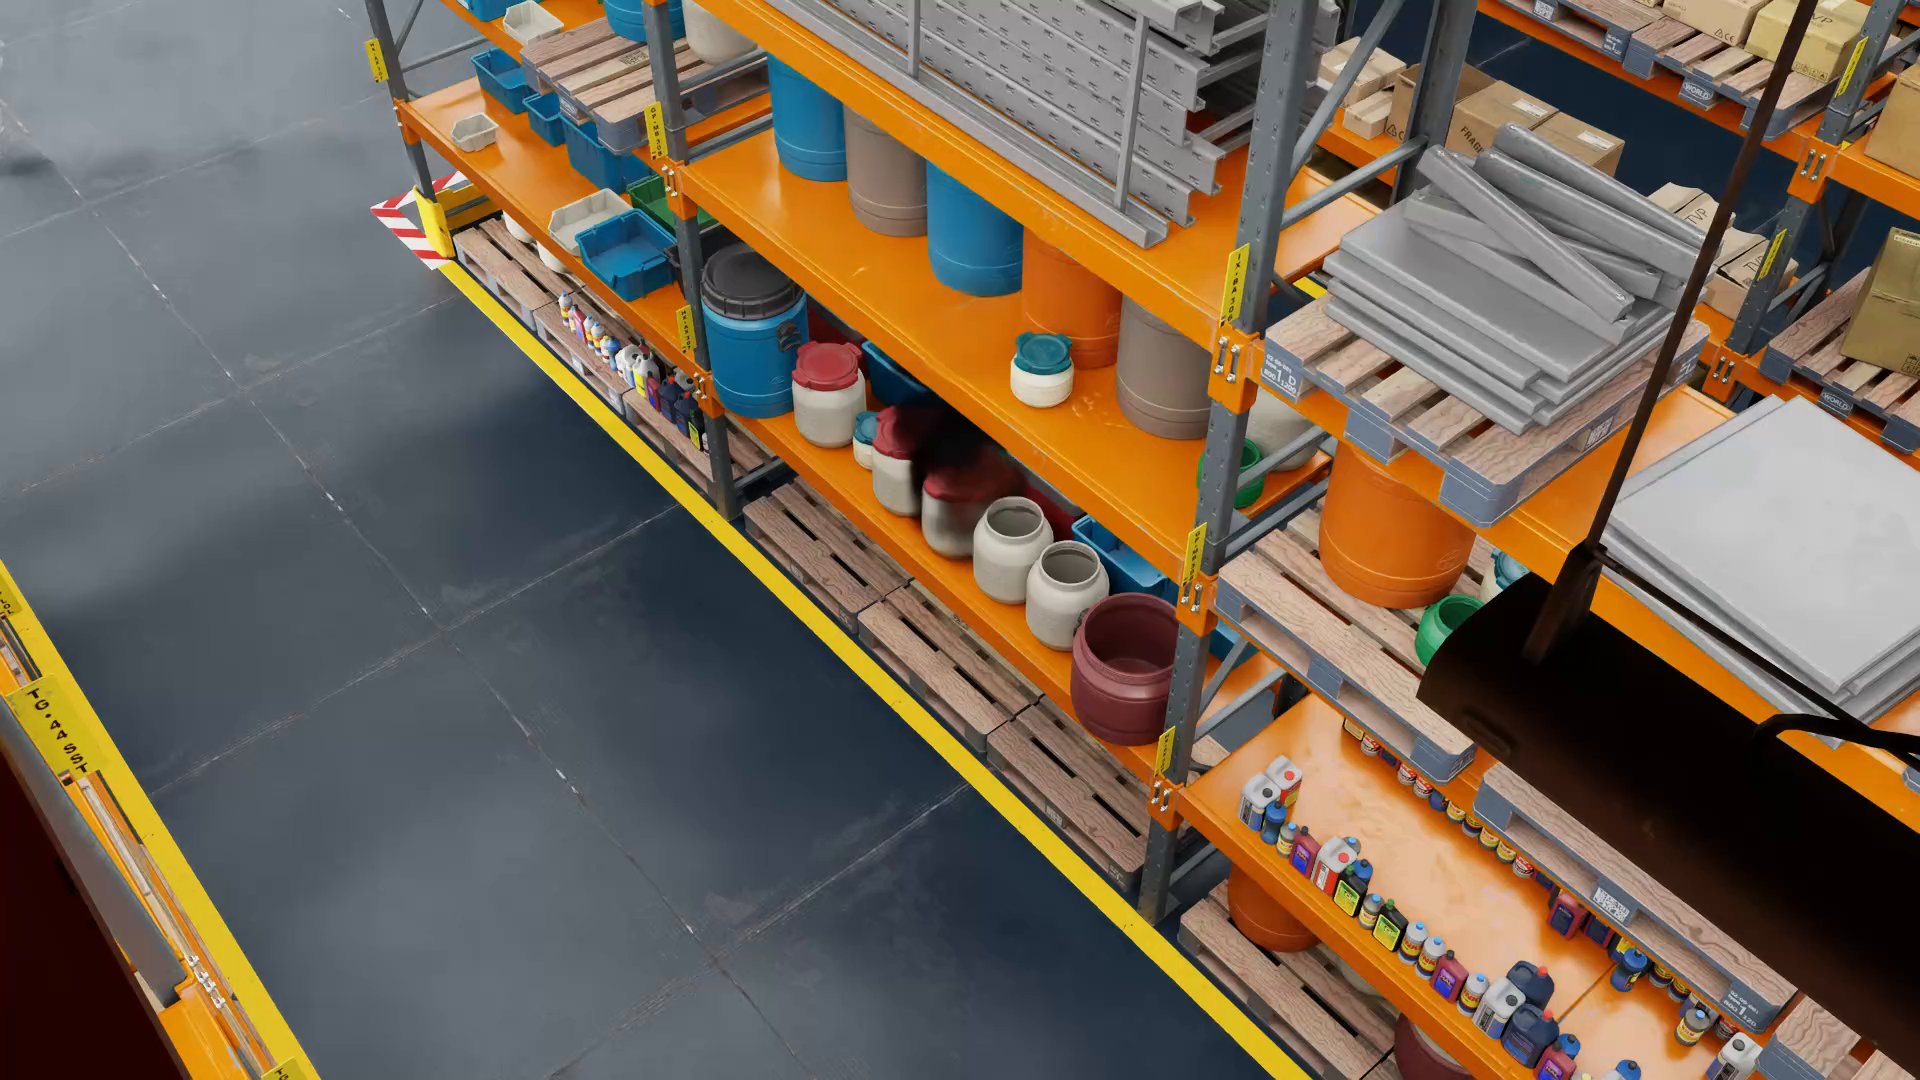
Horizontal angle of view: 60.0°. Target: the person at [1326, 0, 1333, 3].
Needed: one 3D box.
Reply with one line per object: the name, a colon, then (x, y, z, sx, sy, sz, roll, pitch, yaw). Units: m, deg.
person: (2.957, -4.629, 14.262, 0.597, 1.698, 0.695, -35, 56, -29)
